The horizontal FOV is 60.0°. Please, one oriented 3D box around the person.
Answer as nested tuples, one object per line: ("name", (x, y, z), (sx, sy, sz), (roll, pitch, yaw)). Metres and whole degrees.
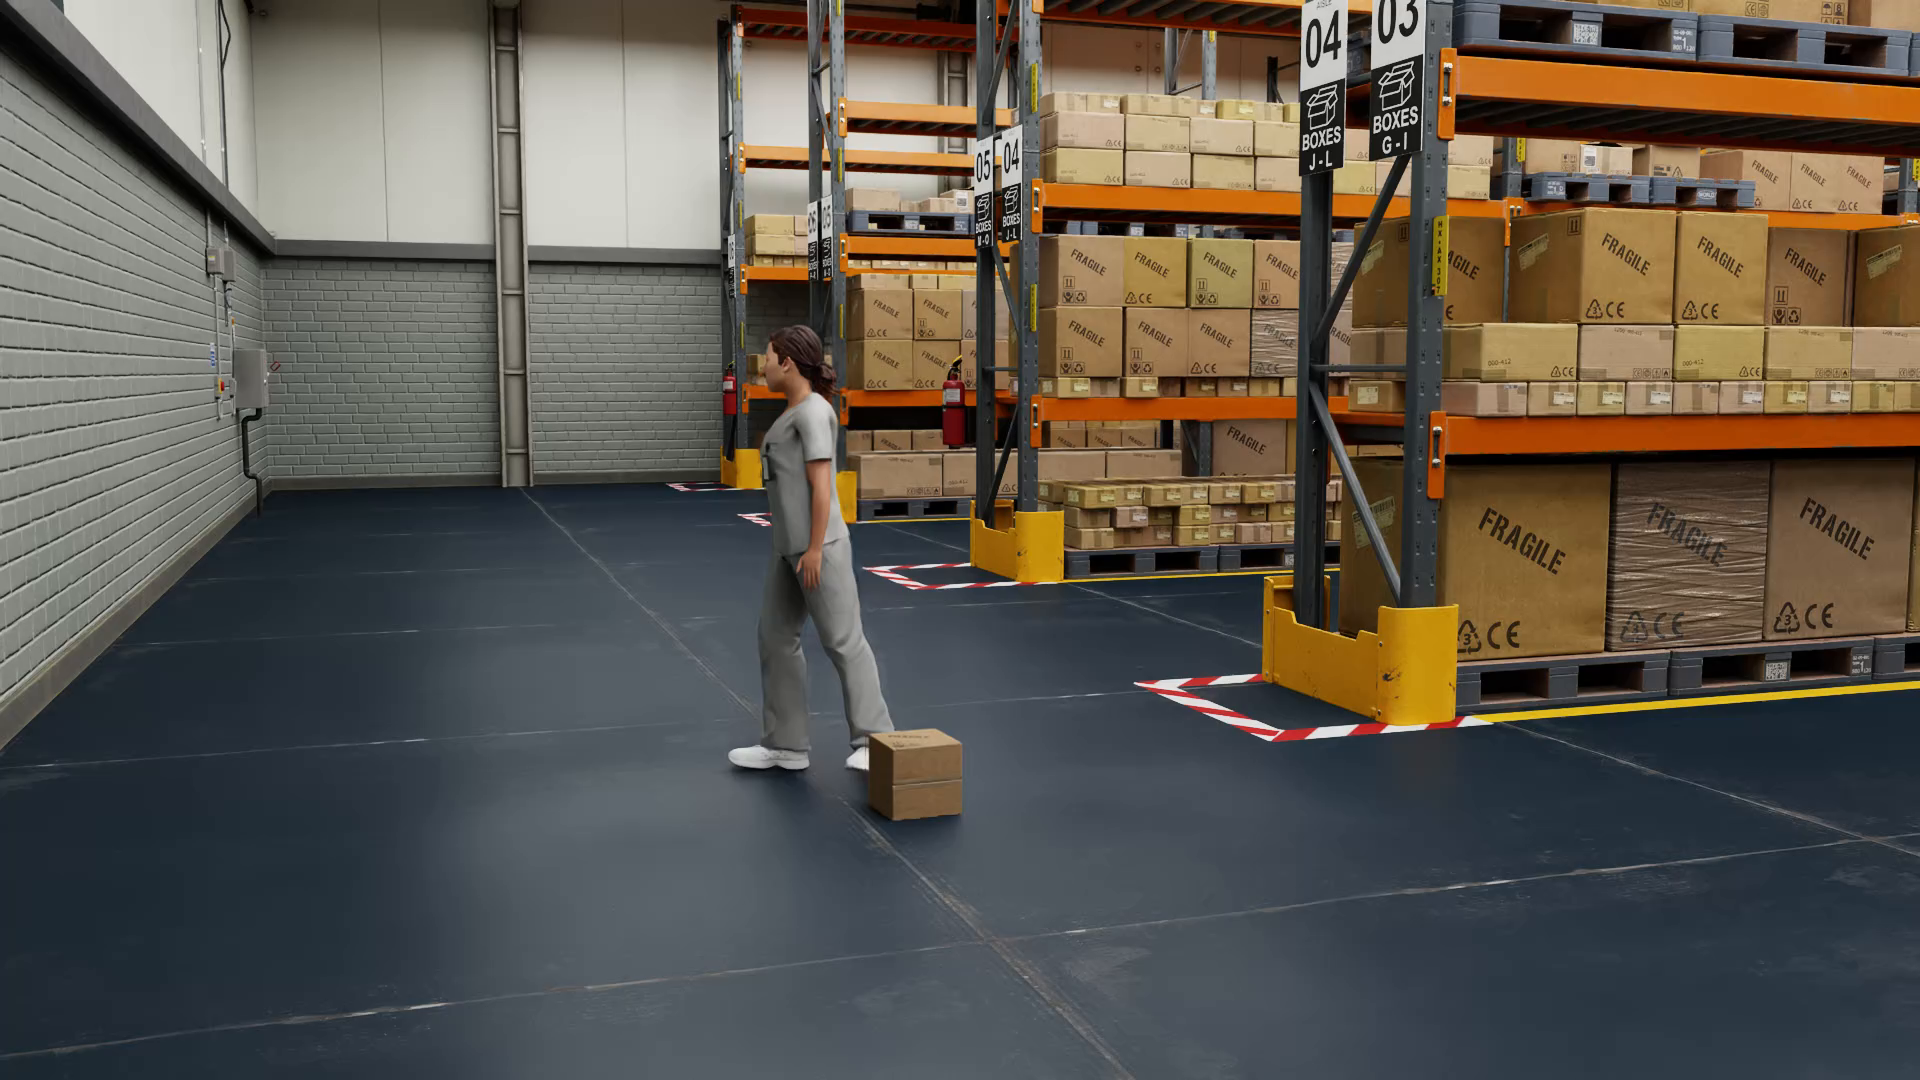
("person", (-0.553, 0.038, 6.188), (0.596, 1.663, 0.499), (-2, 6, -20))
